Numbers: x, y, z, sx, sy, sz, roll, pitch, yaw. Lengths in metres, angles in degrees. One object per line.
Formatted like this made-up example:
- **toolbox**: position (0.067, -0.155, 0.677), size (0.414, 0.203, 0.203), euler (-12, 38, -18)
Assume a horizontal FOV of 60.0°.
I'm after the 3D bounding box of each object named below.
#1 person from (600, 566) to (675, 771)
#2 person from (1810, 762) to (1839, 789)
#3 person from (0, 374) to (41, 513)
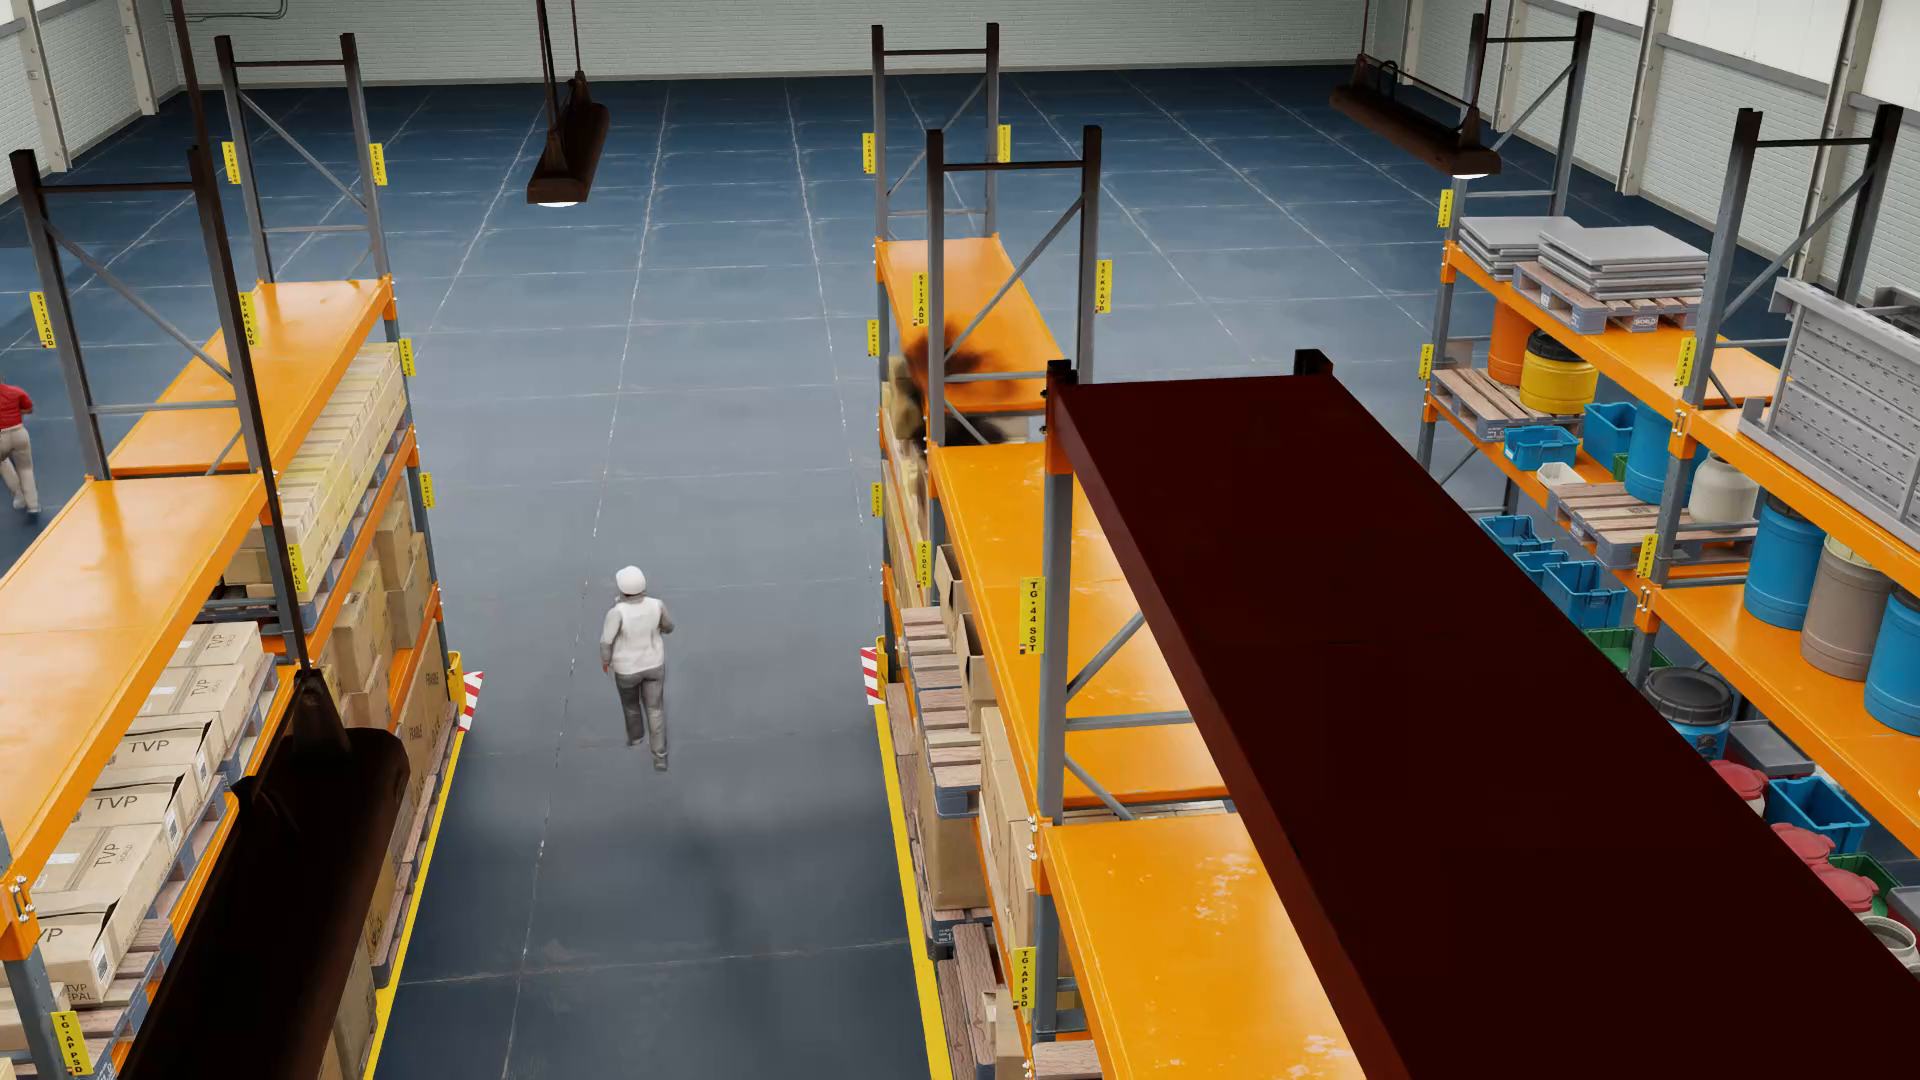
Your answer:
- **person**: position (-2.630, 1.061, 13.620), size (0.690, 1.837, 0.865), euler (-13, 29, -26)
- **person**: position (6.533, 1.780, 12.745), size (0.639, 1.772, 0.784), euler (-5, 26, -10)
- **person**: position (-10.783, -1.102, 18.851), size (0.690, 1.748, 0.848), euler (-20, 32, -36)
